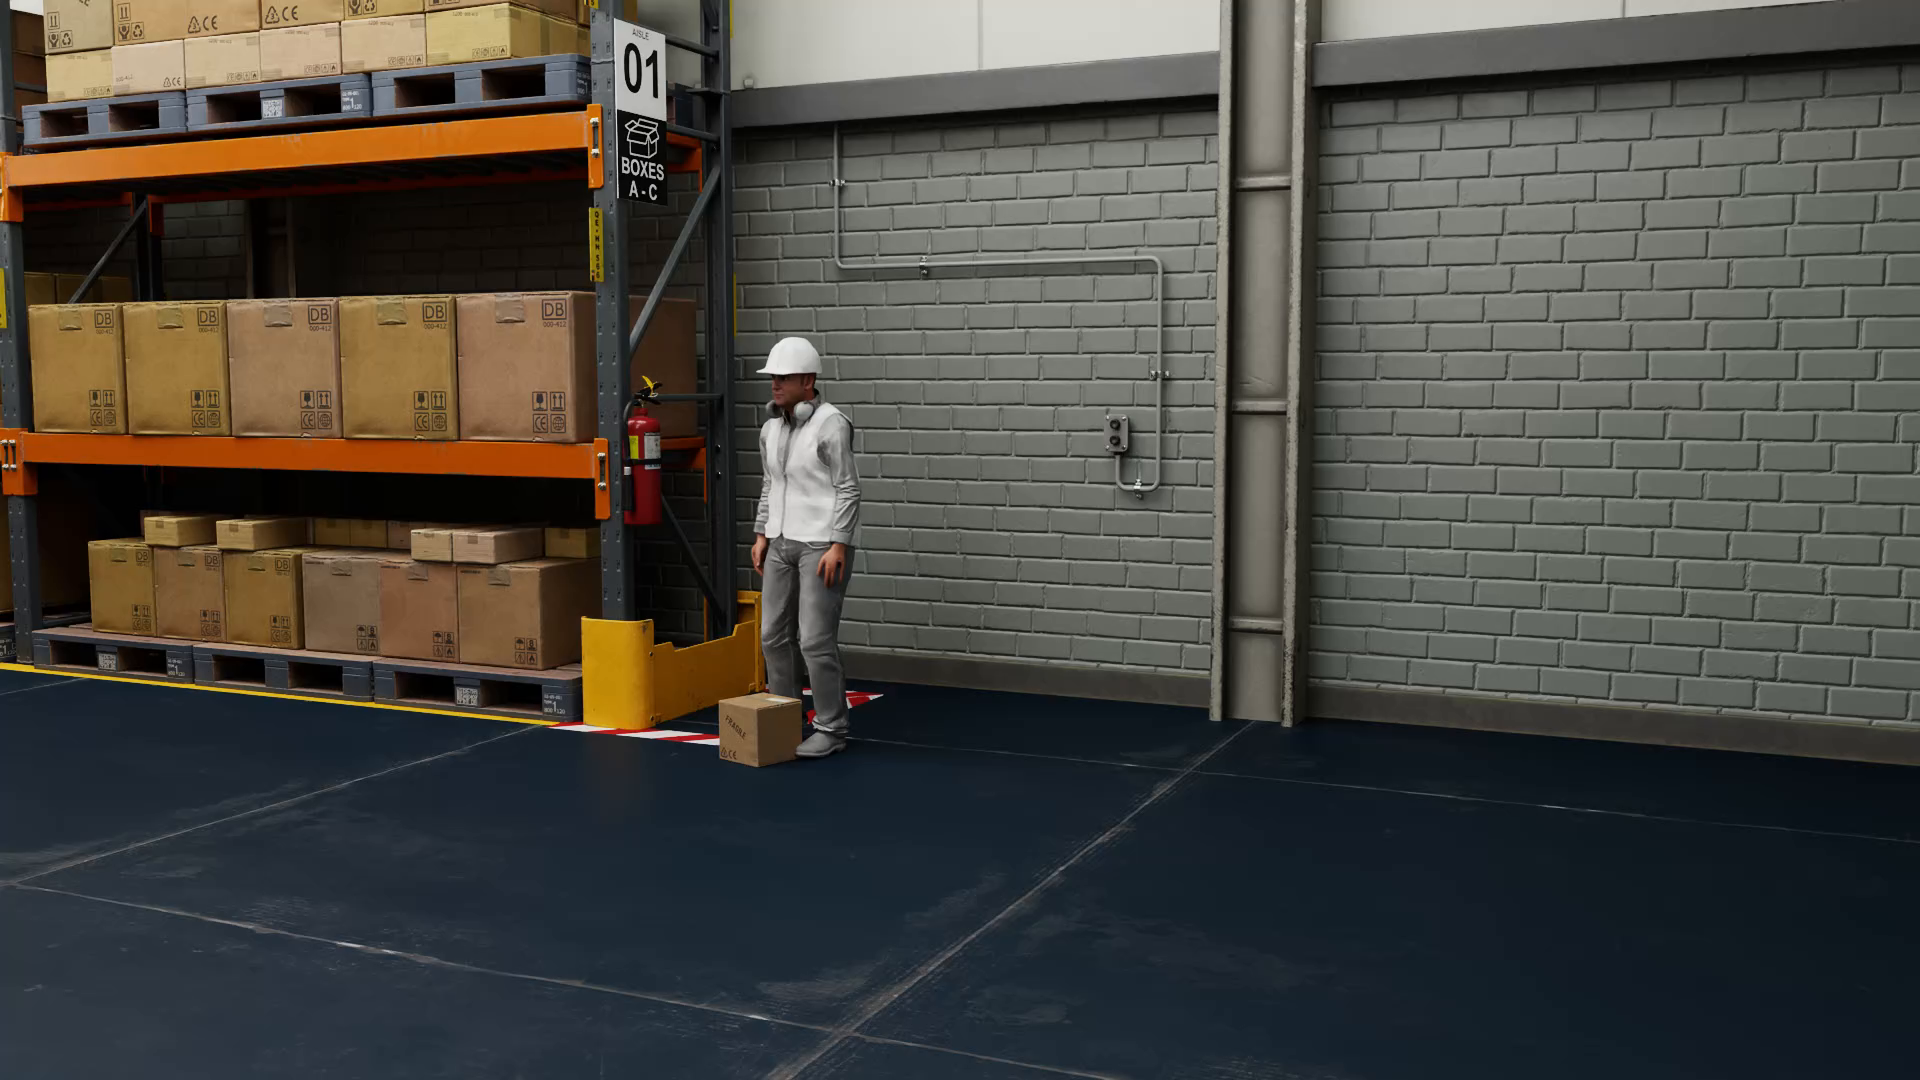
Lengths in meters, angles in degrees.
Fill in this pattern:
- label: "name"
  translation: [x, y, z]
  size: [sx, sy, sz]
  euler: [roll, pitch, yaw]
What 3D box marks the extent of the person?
- label: "person"
  translation: [-0.670, 0.024, 7.136]
  size: [0.580, 1.771, 0.463]
  euler: [5, 8, 44]
